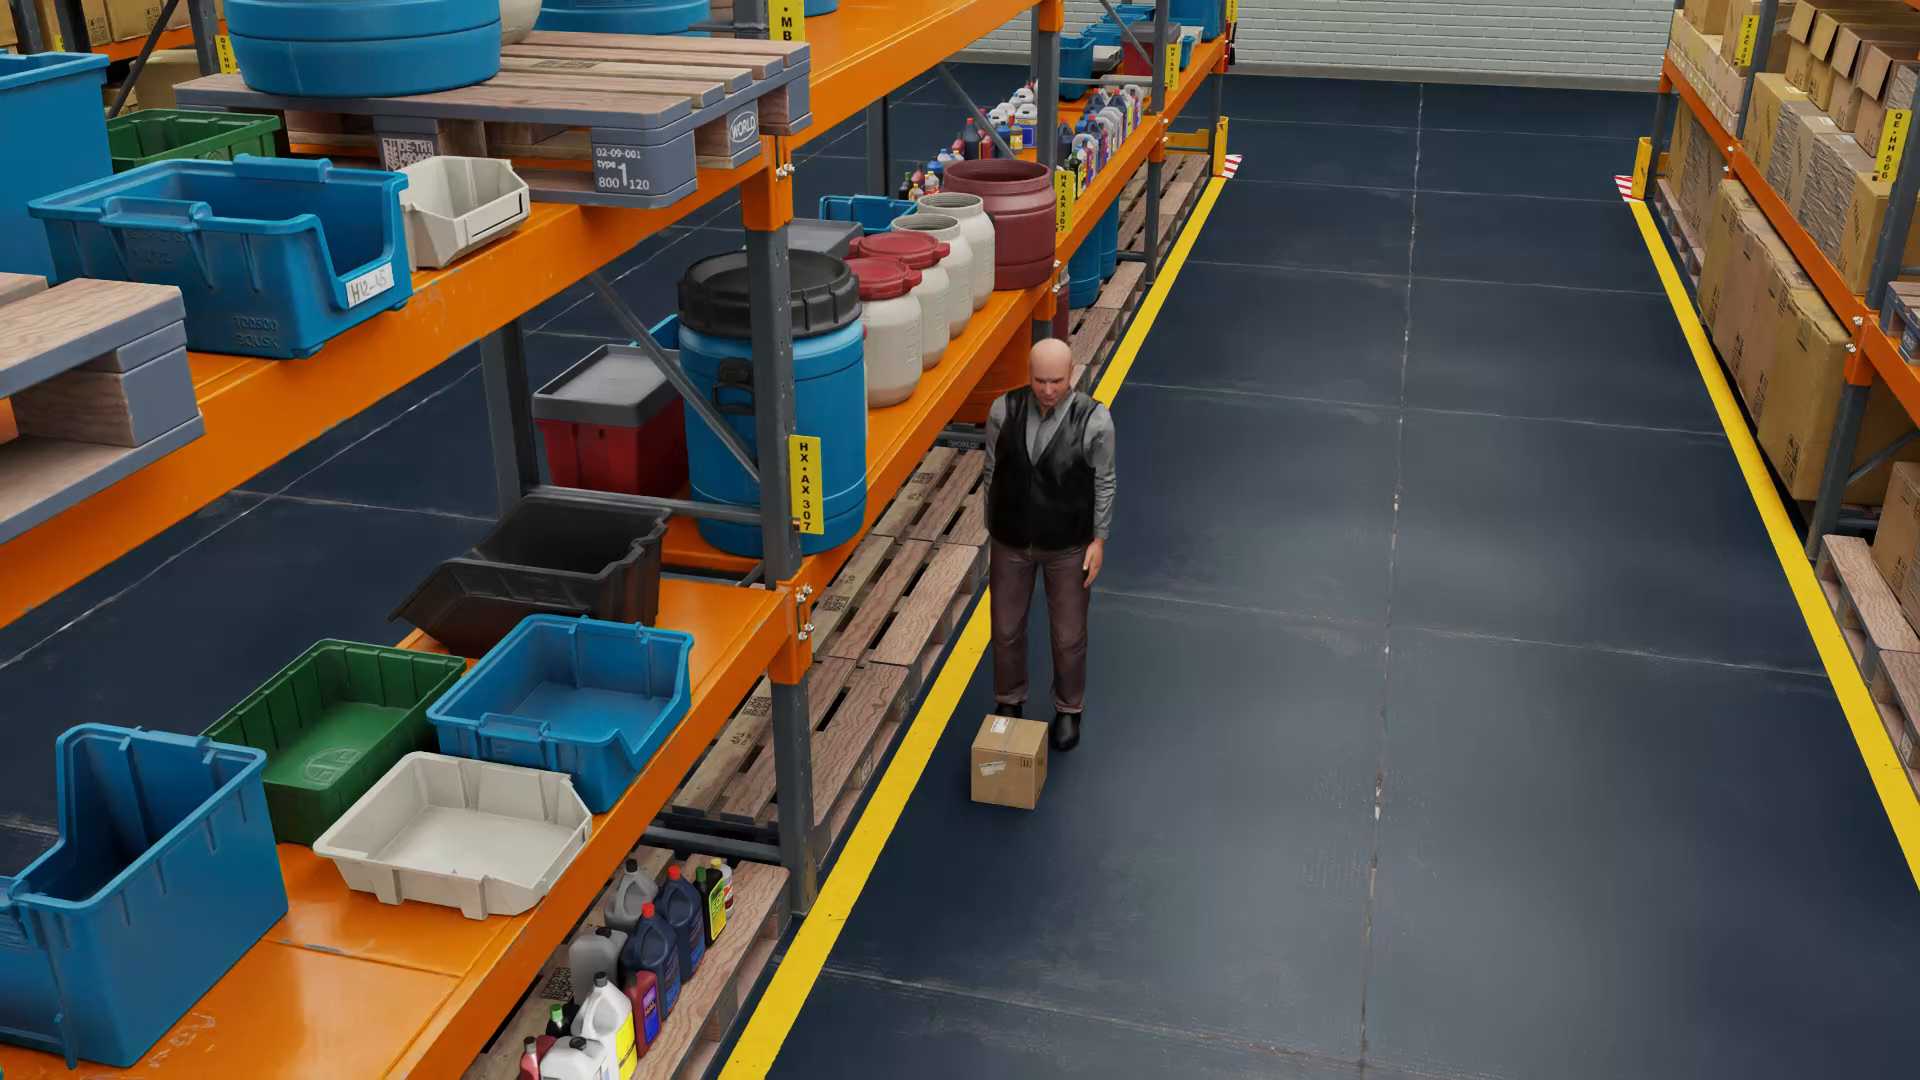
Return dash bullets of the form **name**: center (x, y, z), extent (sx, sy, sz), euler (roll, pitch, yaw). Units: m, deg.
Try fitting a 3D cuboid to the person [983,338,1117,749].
- **person**: center (0.347, 0.014, 6.628), extent (0.535, 1.714, 0.354), euler (7, 26, 14)
